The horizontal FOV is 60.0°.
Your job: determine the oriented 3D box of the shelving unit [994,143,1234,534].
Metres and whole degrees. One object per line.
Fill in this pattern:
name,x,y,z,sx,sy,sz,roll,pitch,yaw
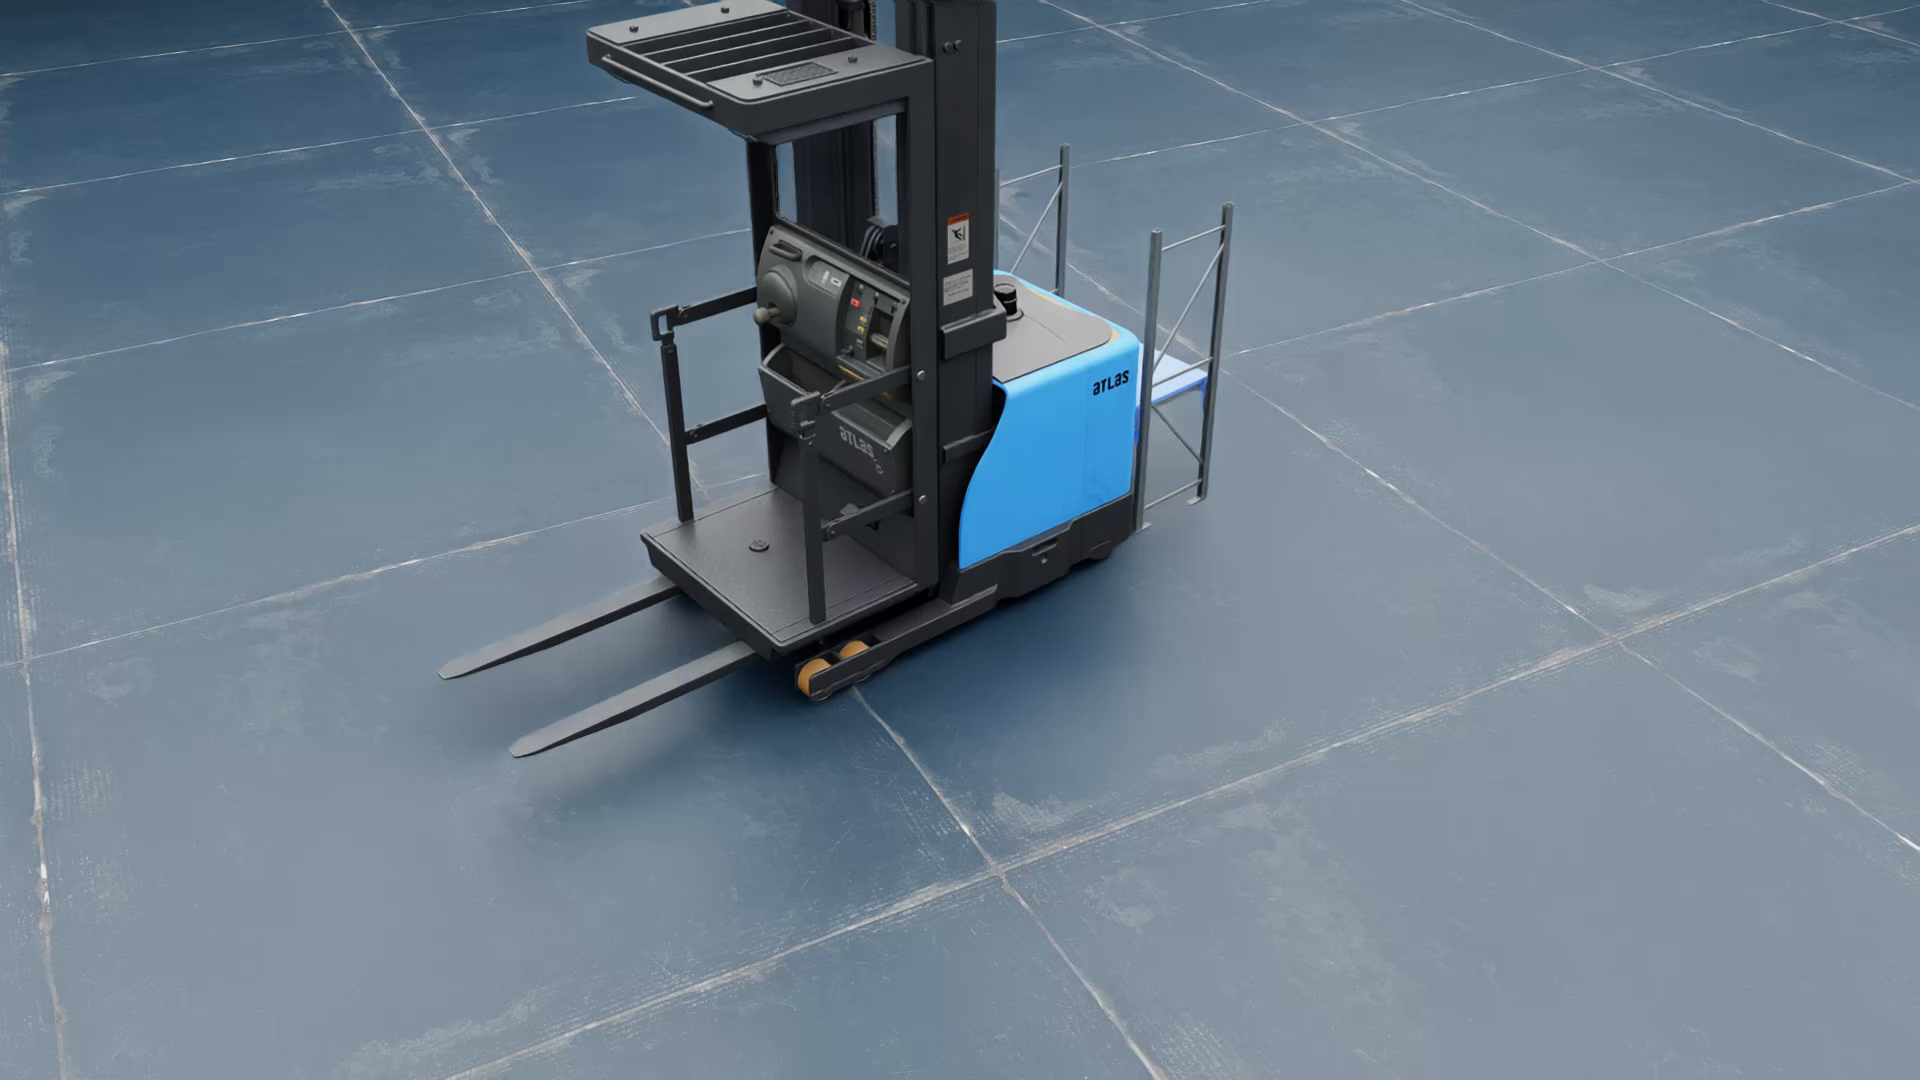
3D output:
shelving unit,0.665,-0.959,7.857,0.538,1.500,1.048,-26,41,-34

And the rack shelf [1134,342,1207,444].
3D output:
rack shelf,0.665,-0.808,7.954,0.538,0.185,1.000,-26,41,-34

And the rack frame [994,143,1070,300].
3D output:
rack frame,0.328,-1.165,8.178,0.500,1.500,0.032,-26,41,-34

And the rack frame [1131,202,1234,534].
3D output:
rack frame,1.002,-0.754,7.537,0.500,1.500,0.032,-26,41,-34

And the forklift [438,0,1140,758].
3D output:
forklift,-0.671,-0.906,6.447,3.031,2.935,1.130,-24,40,-32
